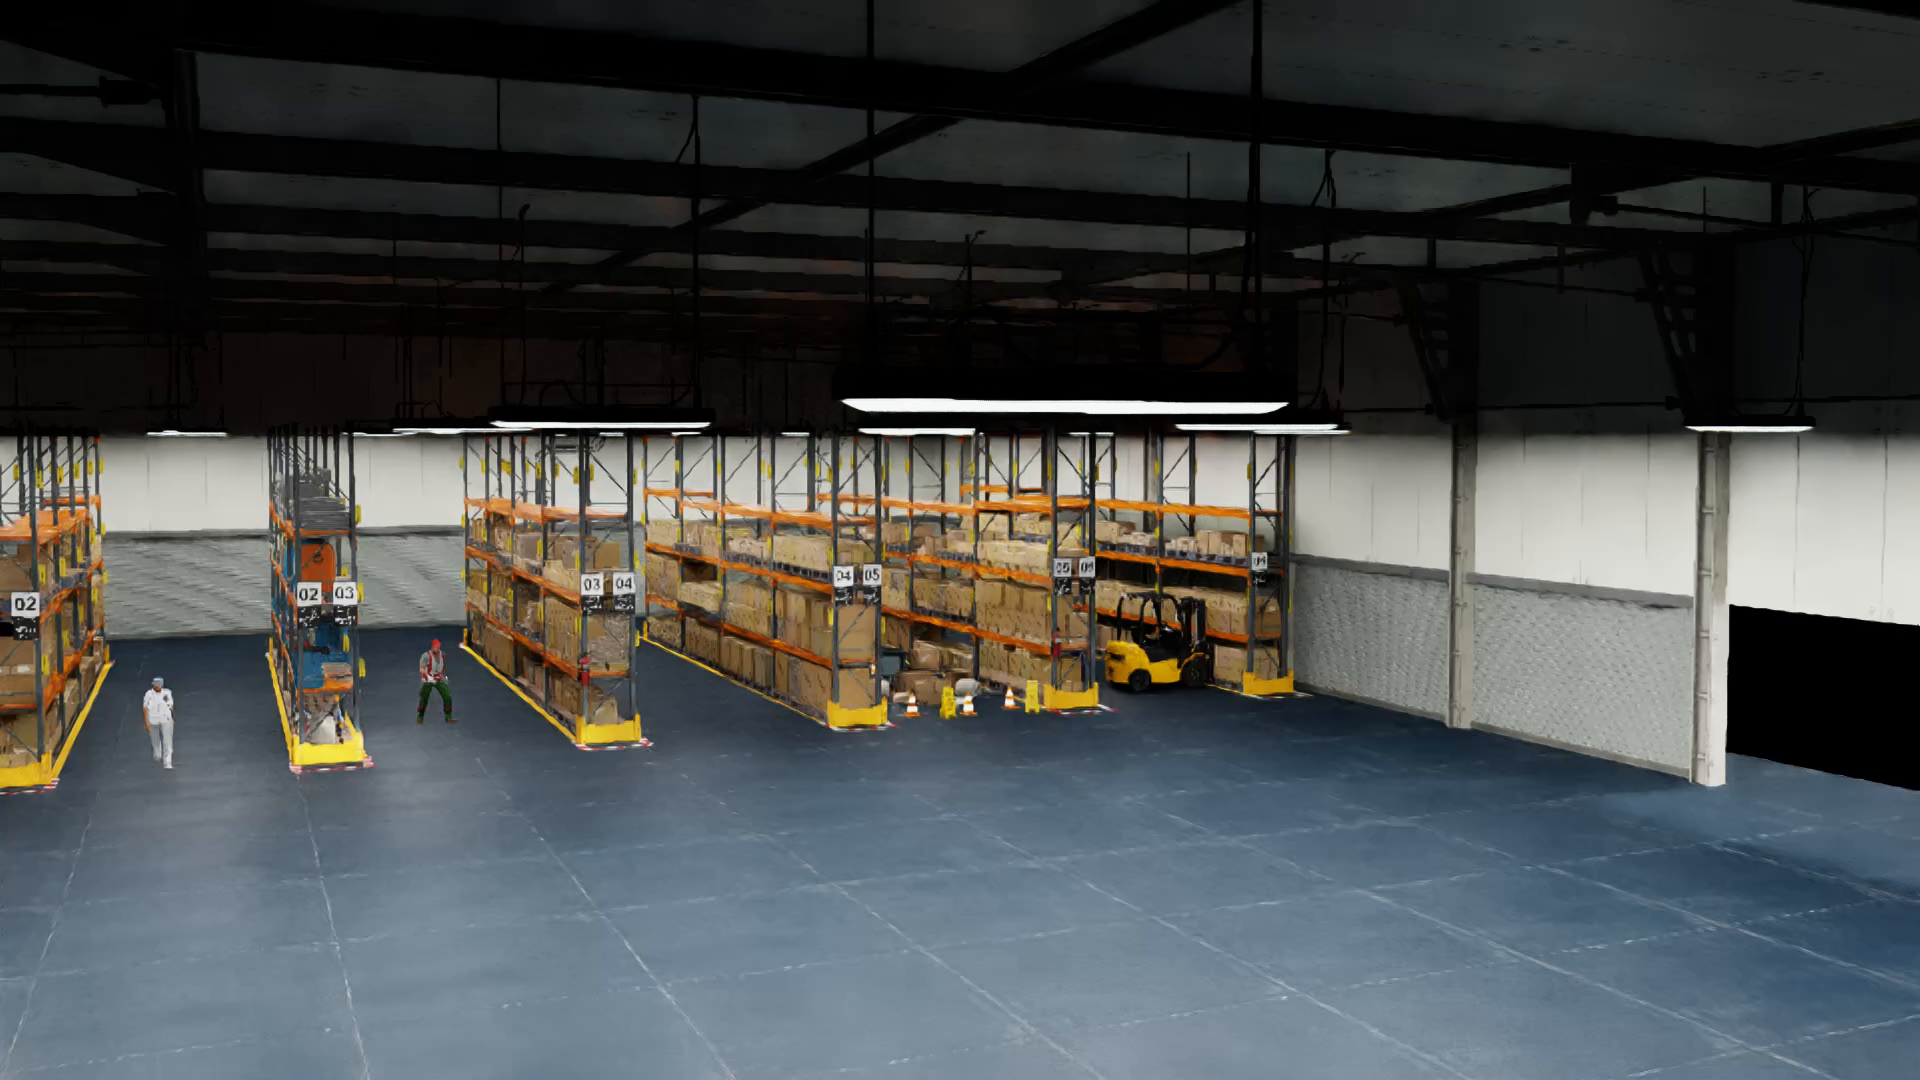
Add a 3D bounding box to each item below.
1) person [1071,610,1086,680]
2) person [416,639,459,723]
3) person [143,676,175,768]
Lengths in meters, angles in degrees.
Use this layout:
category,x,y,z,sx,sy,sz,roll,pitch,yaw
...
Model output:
category,x,y,z,sx,sy,sz,roll,pitch,yaw
person,2.716,2.494,39.426,0.556,1.620,0.598,0,4,8
person,-10.538,2.817,33.319,0.686,1.716,0.838,-3,5,-40
person,-13.956,3.146,28.981,0.497,1.583,1.090,-1,4,-21
